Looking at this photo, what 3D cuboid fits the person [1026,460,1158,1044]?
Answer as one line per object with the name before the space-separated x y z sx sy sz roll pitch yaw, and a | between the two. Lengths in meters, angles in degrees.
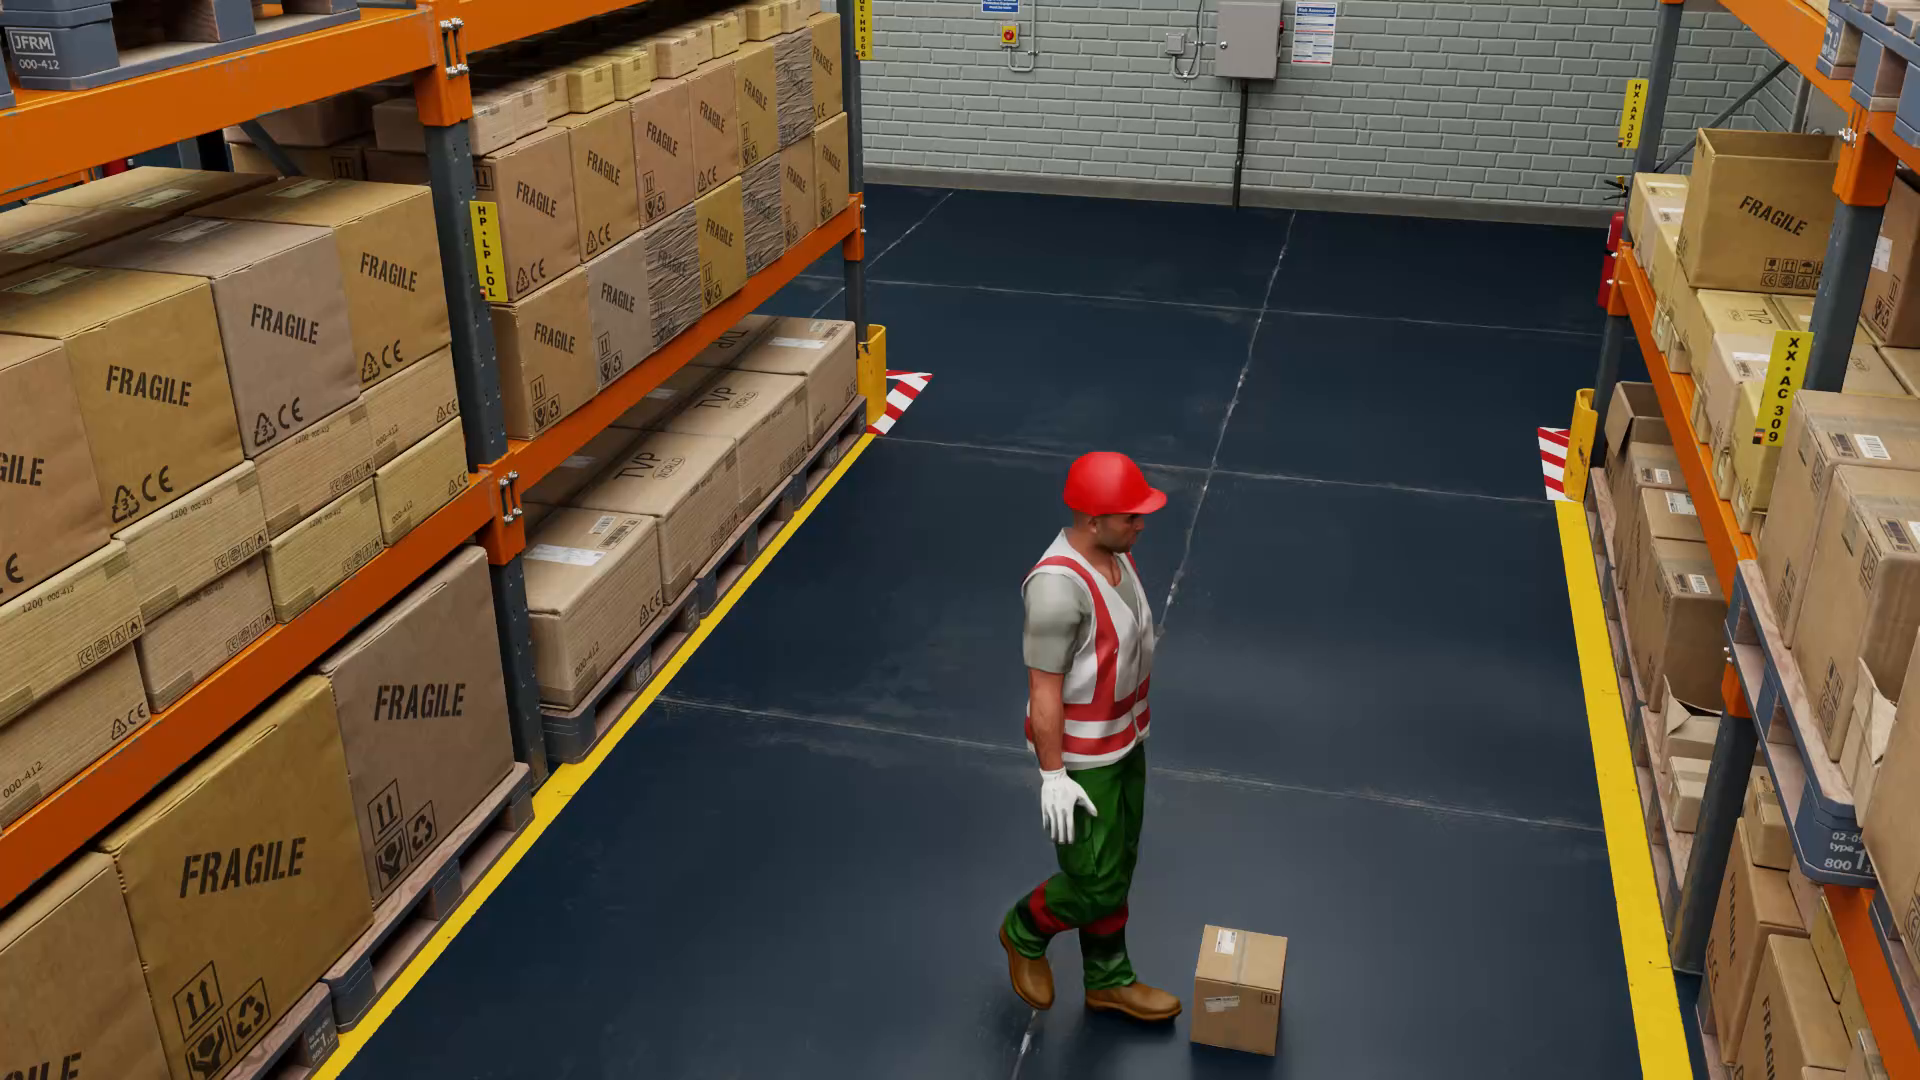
person | 0.378 0.605 4.790 0.344 1.785 0.524 7 26 14
